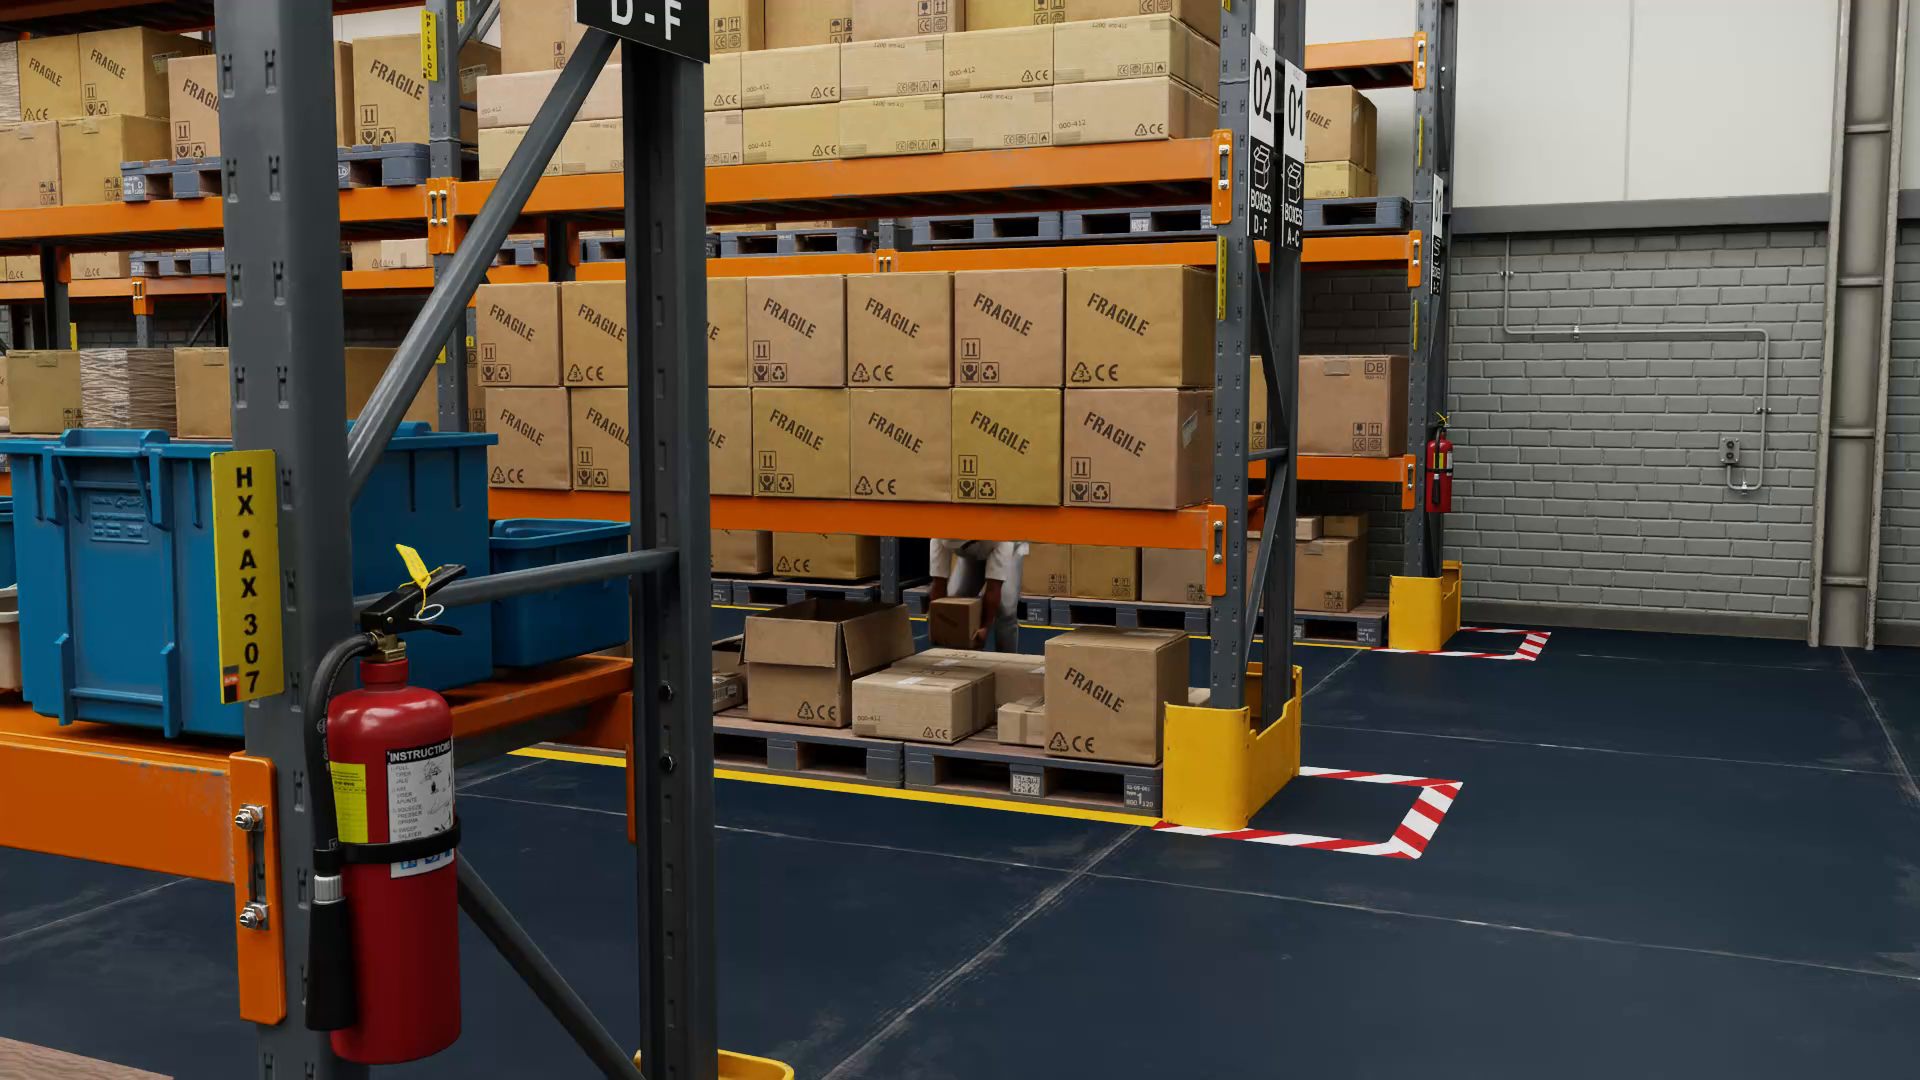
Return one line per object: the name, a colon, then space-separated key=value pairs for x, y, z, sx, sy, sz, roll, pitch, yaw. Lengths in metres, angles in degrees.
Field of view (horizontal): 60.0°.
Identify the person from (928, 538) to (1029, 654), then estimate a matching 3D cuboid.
person: x=0.107 y=0.318 z=9.751 sx=0.507 sy=1.164 sz=0.957 roll=2 pitch=6 yaw=21
